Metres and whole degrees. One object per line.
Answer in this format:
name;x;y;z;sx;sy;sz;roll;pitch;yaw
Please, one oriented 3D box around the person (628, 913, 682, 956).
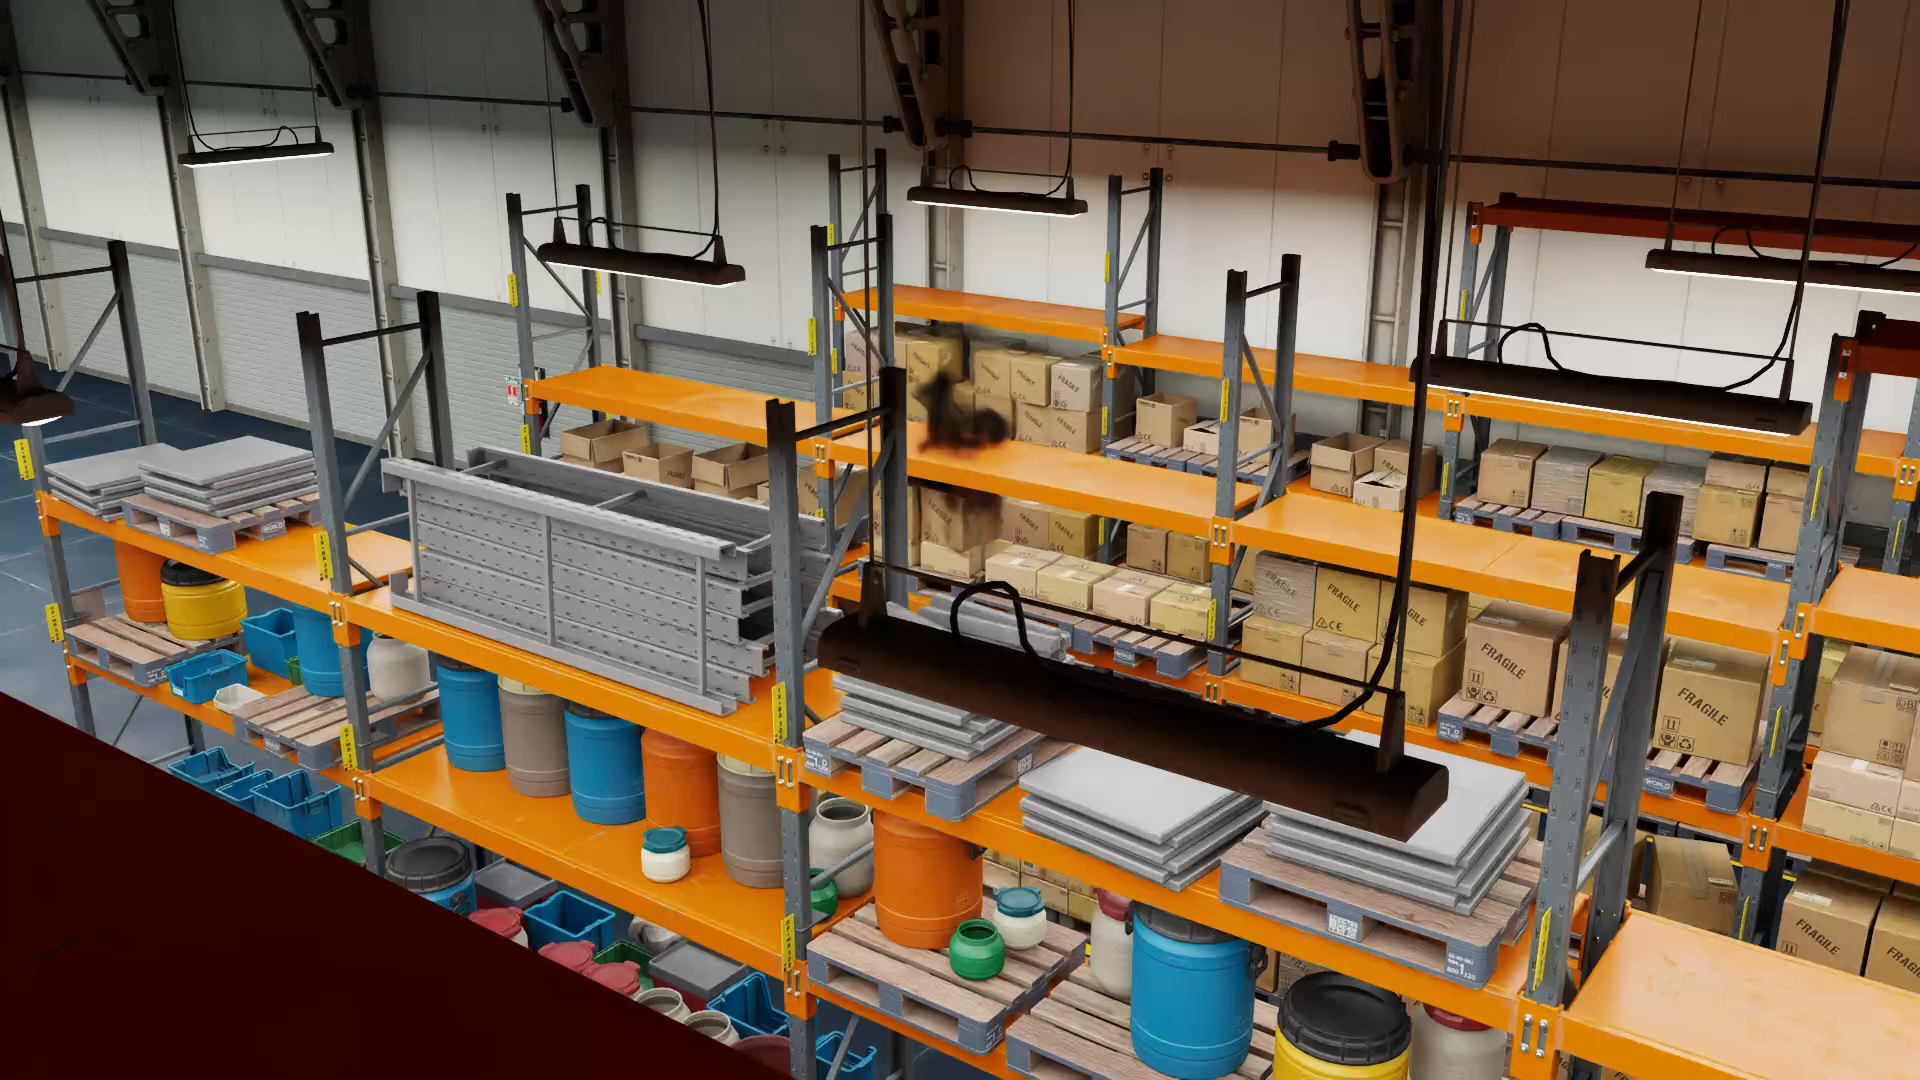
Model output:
person;-2.327;3.135;13.163;0.609;1.659;0.648;14;23;36
